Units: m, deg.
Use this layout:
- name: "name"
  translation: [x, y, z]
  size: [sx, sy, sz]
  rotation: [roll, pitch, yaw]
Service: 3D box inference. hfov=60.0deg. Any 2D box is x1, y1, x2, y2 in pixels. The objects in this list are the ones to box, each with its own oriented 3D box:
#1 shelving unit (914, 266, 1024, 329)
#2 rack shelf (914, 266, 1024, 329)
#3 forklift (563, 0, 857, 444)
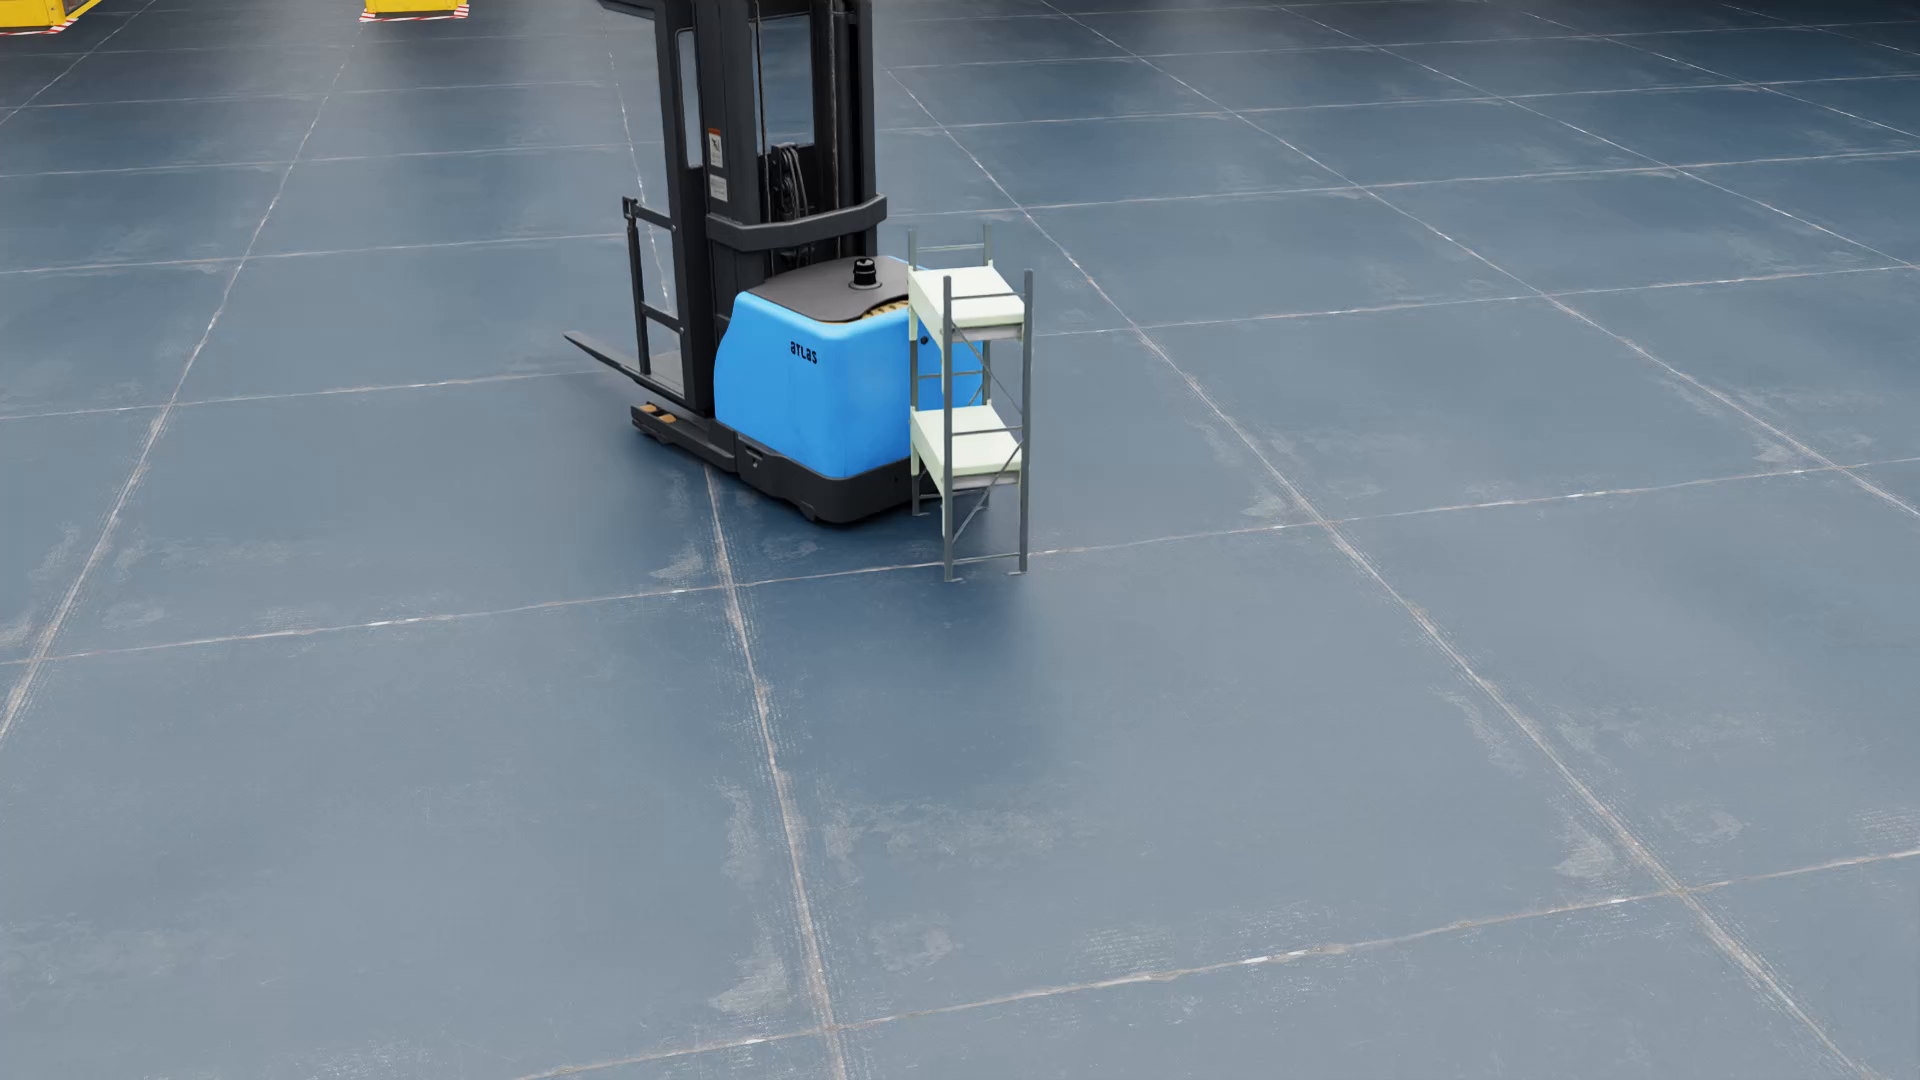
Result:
- name: "shelving unit"
  translation: [0.038, -1.118, 7.638]
  size: [0.368, 0.052, 0.686]
  rotation: [-6, 27, -12]
- name: "rack shelf"
  translation: [0.038, -1.118, 7.638]
  size: [0.368, 0.052, 0.686]
  rotation: [-6, 27, -12]
- name: "forklift"
  translation: [-1.493, -2.035, 9.248]
  size: [1.118, 2.733, 2.170]
  rotation: [-22, 34, -36]
